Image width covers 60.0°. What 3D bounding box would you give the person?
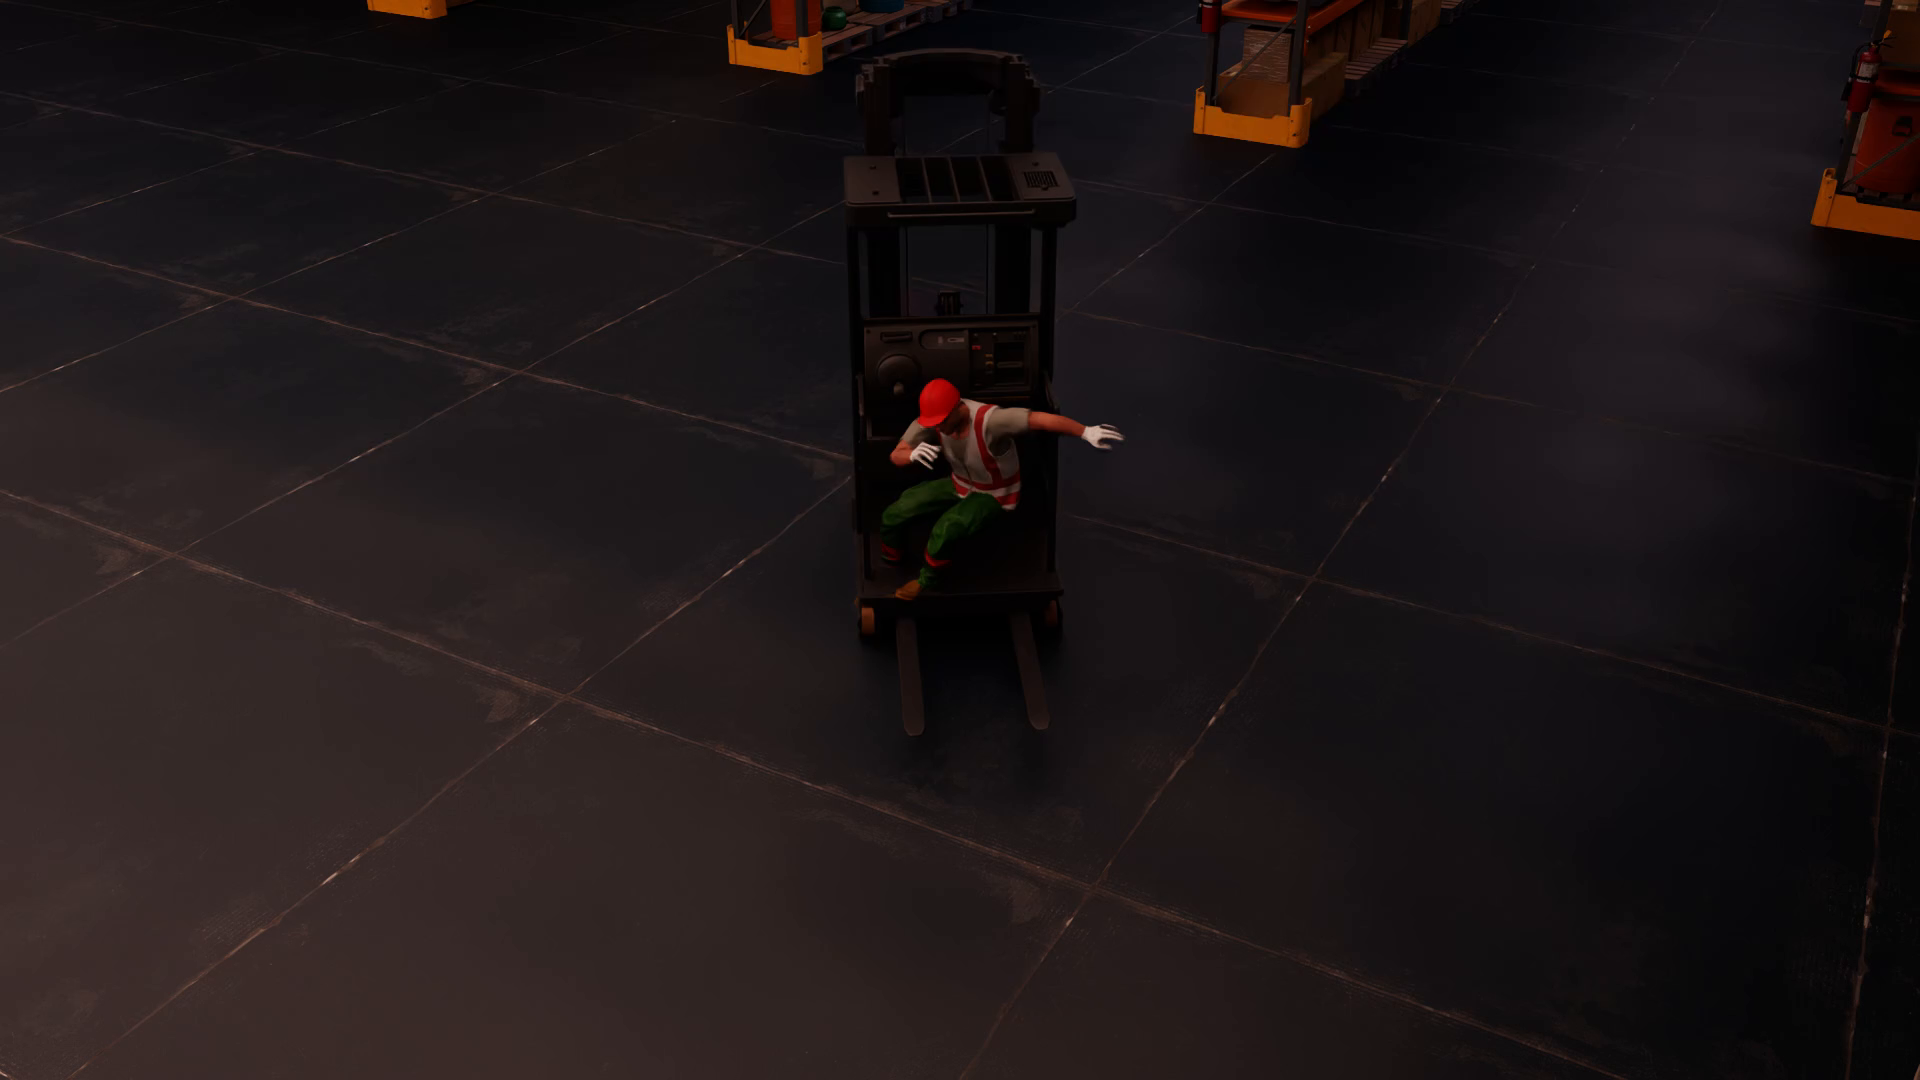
[{"bbox_3d":[0.117,-0.163,8.635,1.368,1.413,0.761,21,36,32],"label":"person"}]

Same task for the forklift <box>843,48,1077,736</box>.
[{"bbox_3d":[-0.025,-0.910,8.647,1.130,2.935,3.031,-2,30,-4],"label":"forklift"}]
